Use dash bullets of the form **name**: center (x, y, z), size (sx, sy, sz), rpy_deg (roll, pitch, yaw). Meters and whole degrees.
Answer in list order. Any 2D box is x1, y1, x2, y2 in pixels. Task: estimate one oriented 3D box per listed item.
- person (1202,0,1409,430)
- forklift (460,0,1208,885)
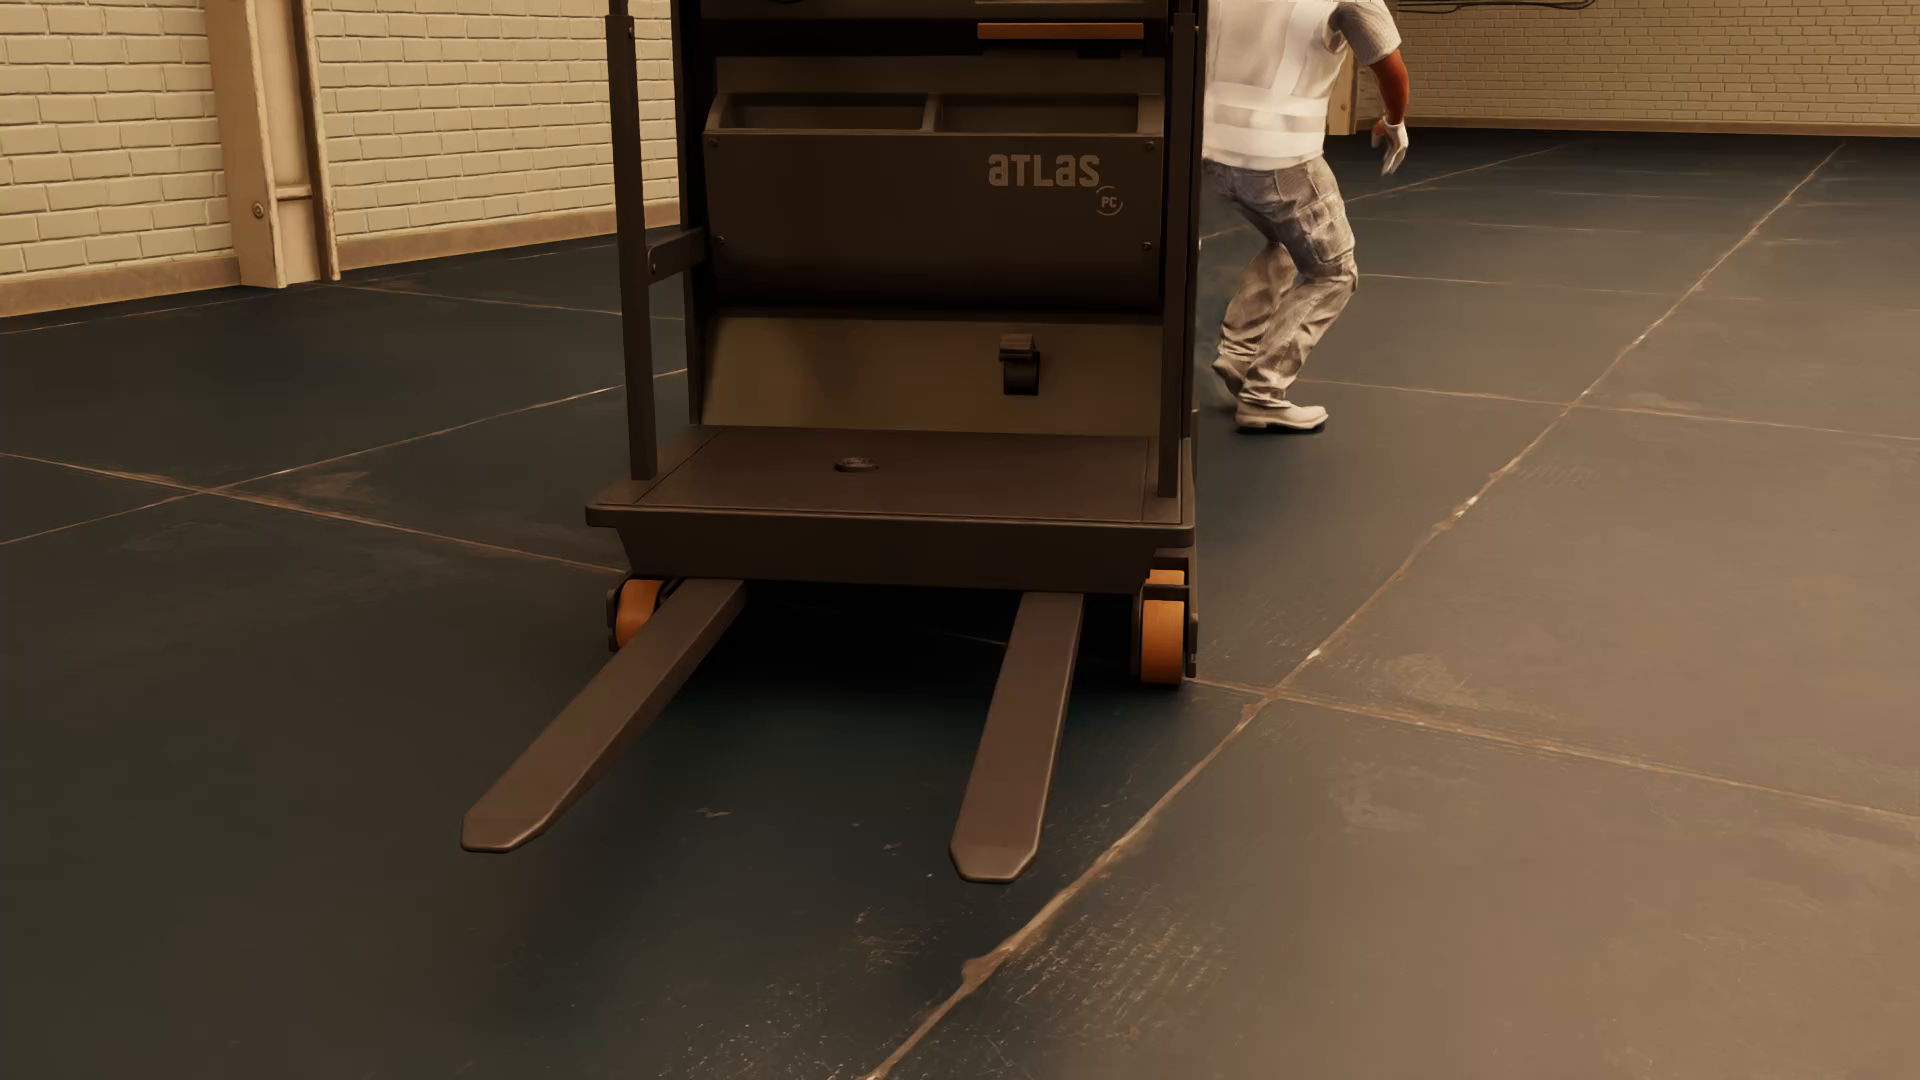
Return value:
- **person**: center (0.965, -1.181, 5.084), size (0.758, 1.727, 0.741), rpy_deg (-11, 20, -33)
- **forklift**: center (-0.078, -1.236, 3.048), size (1.130, 2.935, 3.031), rpy_deg (2, 17, 7)
